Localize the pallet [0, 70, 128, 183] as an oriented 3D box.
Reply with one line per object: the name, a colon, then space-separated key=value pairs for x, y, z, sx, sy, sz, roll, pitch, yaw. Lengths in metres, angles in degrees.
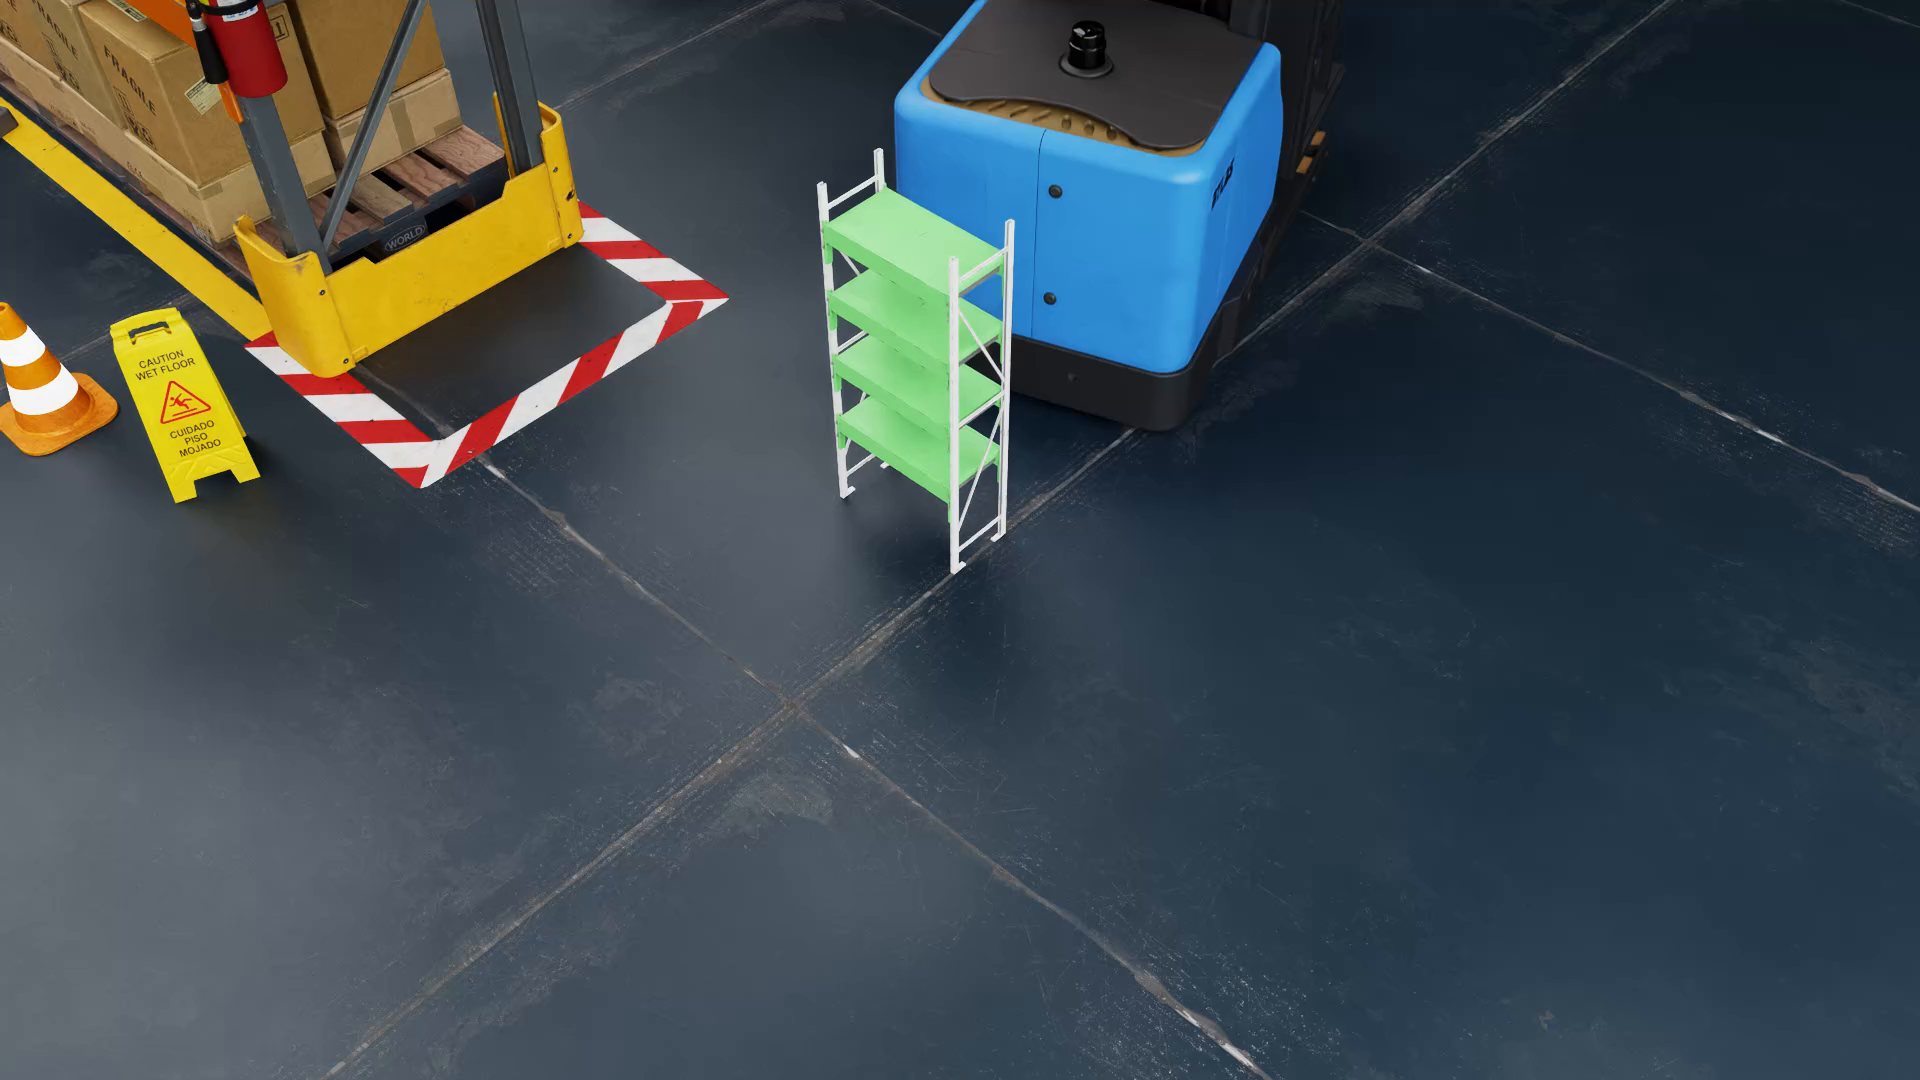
pallet: x=-3.396 y=-2.037 z=7.018 sx=1.213 sy=0.211 sz=1.003 roll=34 pitch=55 yaw=28

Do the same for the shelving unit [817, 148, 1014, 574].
shelving unit: x=-0.122 y=-0.493 z=4.889 sx=0.503 sy=1.200 sz=0.258 roll=34 pitch=55 yaw=28

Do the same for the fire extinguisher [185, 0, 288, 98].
fire extinguisher: x=-2.104 y=-1.600 z=4.748 sx=0.183 sy=0.674 sz=0.296 roll=34 pitch=55 yaw=28

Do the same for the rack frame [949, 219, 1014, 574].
rack frame: x=0.058 y=-0.372 z=4.776 sx=0.015 sy=1.200 sz=0.240 roll=34 pitch=55 yaw=28

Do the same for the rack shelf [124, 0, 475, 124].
rack shelf: x=-3.345 y=-2.673 z=6.196 sx=4.000 sy=0.370 sz=1.077 roll=34 pitch=55 yaw=28

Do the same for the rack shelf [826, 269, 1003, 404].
rack shelf: x=-0.122 y=-0.613 z=4.761 sx=0.480 sy=0.148 sz=0.258 roll=34 pitch=55 yaw=28

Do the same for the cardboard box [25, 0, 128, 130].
cardboard box: x=-3.027 y=-1.902 z=6.062 sx=0.500 sy=0.500 sz=0.500 roll=36 pitch=56 yaw=29

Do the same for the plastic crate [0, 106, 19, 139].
plastic crate: x=-4.217 y=-1.693 z=6.785 sx=0.583 sy=0.080 sz=0.402 roll=17 pitch=49 yaw=15

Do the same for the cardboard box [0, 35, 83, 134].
cardboard box: x=-3.415 y=-1.905 z=6.579 sx=0.500 sy=0.250 sz=0.500 roll=32 pitch=55 yaw=26

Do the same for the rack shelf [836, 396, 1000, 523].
rack shelf: x=-0.122 y=-0.285 z=5.111 sx=0.480 sy=0.148 sz=0.258 roll=34 pitch=55 yaw=28

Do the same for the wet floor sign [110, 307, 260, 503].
wet floor sign: x=-2.461 y=-0.457 z=5.237 sx=0.267 sy=0.644 sz=0.232 roll=-21 pitch=50 yaw=-18

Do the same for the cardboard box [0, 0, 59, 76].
cardboard box: x=-3.393 y=-2.156 z=6.300 sx=0.500 sy=0.500 sz=0.500 roll=33 pitch=55 yaw=27

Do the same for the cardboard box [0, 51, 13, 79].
cardboard box: x=-3.773 y=-2.156 z=6.814 sx=0.500 sy=0.250 sz=0.500 roll=33 pitch=55 yaw=27

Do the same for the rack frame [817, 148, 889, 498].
rack frame: x=-0.301 y=-0.613 z=5.003 sx=0.015 sy=1.200 sz=0.240 roll=34 pitch=55 yaw=28

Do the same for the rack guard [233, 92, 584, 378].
rack guard: x=-1.931 y=-1.112 z=5.951 sx=0.348 sy=0.500 sz=1.175 roll=34 pitch=55 yaw=28

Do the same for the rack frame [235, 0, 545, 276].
rack frame: x=-1.875 y=-1.930 z=5.005 sx=0.127 sy=3.000 sz=1.000 roll=34 pitch=55 yaw=28

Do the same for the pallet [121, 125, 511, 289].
pallet: x=-2.504 y=-1.434 z=6.452 sx=1.213 sy=0.211 sz=1.003 roll=34 pitch=55 yaw=28

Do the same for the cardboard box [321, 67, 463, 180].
cardboard box: x=-2.280 y=-1.680 z=6.368 sx=0.500 sy=0.250 sz=0.500 roll=33 pitch=55 yaw=27

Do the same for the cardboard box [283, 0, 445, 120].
cardboard box: x=-2.298 y=-1.948 z=6.105 sx=0.500 sy=0.500 sz=0.500 roll=32 pitch=55 yaw=27

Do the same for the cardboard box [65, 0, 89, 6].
cardboard box: x=-2.956 y=-2.014 z=5.722 sx=0.250 sy=0.149 sz=0.380 roll=36 pitch=56 yaw=29

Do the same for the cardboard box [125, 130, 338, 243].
cardboard box: x=-2.669 y=-1.400 z=6.105 sx=0.500 sy=0.250 sz=0.500 roll=34 pitch=55 yaw=28

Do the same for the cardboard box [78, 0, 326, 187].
cardboard box: x=-2.641 y=-1.646 z=5.822 sx=0.500 sy=0.500 sz=0.500 roll=34 pitch=56 yaw=28

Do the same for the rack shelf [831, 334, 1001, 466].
rack shelf: x=-0.122 y=-0.449 z=4.936 sx=0.480 sy=0.148 sz=0.258 roll=34 pitch=55 yaw=28

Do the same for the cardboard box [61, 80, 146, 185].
cardboard box: x=-3.027 y=-1.649 z=6.339 sx=0.500 sy=0.250 sz=0.500 roll=34 pitch=55 yaw=28

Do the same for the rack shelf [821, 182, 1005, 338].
rack shelf: x=-0.122 y=-0.777 z=4.586 sx=0.480 sy=0.148 sz=0.258 roll=34 pitch=55 yaw=28

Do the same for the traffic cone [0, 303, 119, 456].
traffic cone: x=-3.066 y=-0.584 z=5.480 sx=0.334 sy=0.463 sz=0.336 roll=34 pitch=55 yaw=28

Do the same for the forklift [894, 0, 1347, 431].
forklift: x=0.830 y=-2.453 z=5.543 sx=1.130 sy=2.935 sz=3.031 roll=17 pitch=49 yaw=16
